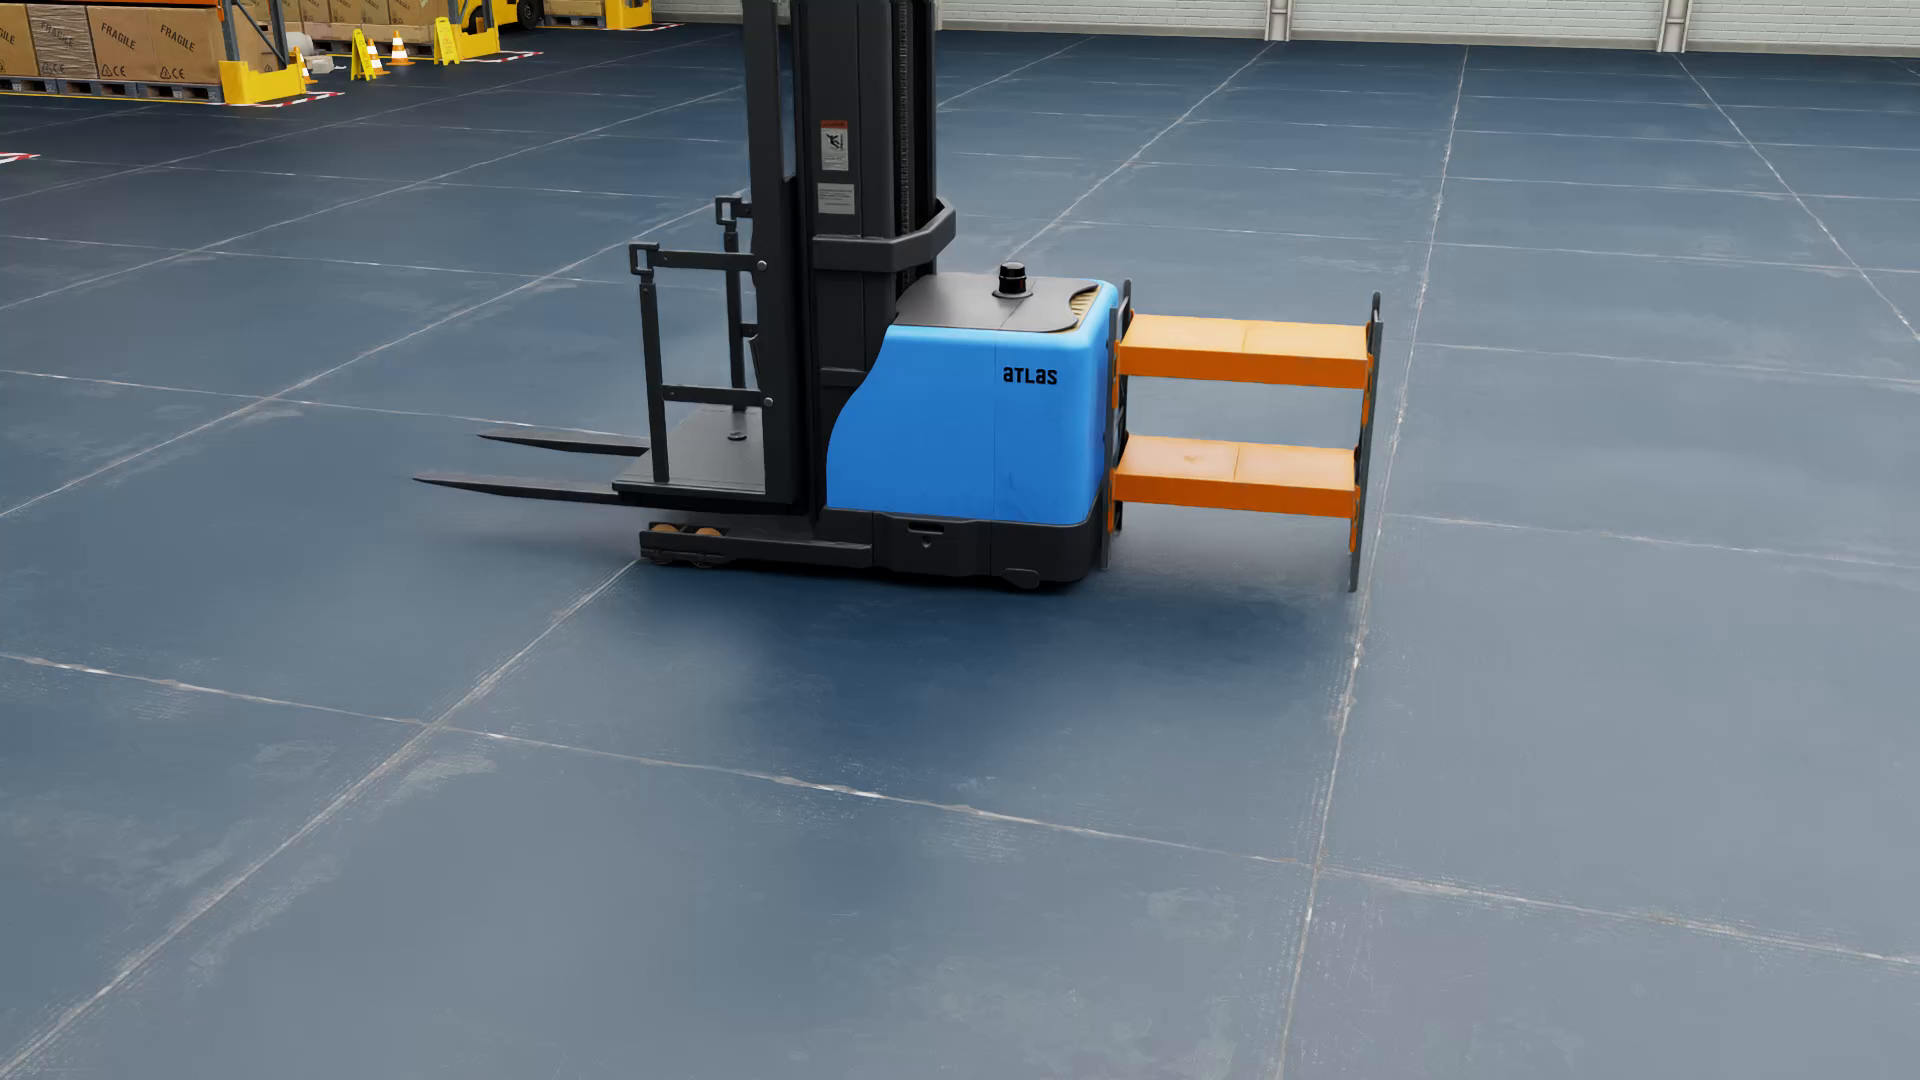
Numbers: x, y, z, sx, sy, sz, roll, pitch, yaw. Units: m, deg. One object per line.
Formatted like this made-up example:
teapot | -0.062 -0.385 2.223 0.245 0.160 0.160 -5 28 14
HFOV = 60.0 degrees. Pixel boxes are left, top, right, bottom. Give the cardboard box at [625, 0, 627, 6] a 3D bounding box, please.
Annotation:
cardboard box | -6.288 -9.544 29.653 0.500 0.250 0.500 7 23 16

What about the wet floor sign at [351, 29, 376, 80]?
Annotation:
wet floor sign | -8.038 -6.510 22.290 0.232 0.644 0.267 3 22 6

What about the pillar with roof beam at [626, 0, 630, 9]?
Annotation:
pillar with roof beam | -7.524 -12.112 24.939 0.400 9.000 9.100 7 23 16

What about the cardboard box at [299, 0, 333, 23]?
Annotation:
cardboard box | -9.636 -8.126 25.208 0.500 0.500 0.500 8 24 18

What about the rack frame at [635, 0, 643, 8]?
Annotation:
rack frame | -5.875 -10.497 28.907 0.127 3.000 1.000 7 23 16

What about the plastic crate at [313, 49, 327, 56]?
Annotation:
plastic crate | -9.868 -7.310 24.986 0.583 0.080 0.402 -1 22 -3

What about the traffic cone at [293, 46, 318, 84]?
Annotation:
traffic cone | -8.736 -6.284 21.979 0.334 0.463 0.336 7 23 16

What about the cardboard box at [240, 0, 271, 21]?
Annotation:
cardboard box | -10.648 -8.237 25.481 0.500 0.500 0.500 8 24 18

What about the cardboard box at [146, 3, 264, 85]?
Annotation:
cardboard box | -9.306 -6.145 20.544 0.875 0.875 0.875 7 23 16

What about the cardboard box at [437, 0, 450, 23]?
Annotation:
cardboard box | -8.020 -8.153 25.275 0.500 0.500 0.500 6 23 14

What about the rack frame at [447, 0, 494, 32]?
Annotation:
rack frame | -7.305 -8.693 24.509 0.127 3.000 1.000 7 23 16

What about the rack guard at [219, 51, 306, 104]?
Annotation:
rack guard | -8.615 -5.724 20.566 0.348 0.500 1.175 7 23 16

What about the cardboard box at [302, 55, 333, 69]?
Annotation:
cardboard box | -9.143 -6.783 23.611 0.380 0.149 0.250 -20 29 -39

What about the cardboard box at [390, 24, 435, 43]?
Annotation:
cardboard box | -8.180 -7.608 24.935 0.500 0.250 0.500 6 23 15

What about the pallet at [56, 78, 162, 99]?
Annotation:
pallet | -10.590 -5.787 21.099 1.213 0.211 1.003 7 23 15

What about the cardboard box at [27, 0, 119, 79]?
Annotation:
cardboard box | -11.022 -6.341 21.023 0.875 0.875 0.875 7 23 16

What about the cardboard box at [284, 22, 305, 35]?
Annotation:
cardboard box | -10.133 -7.836 25.491 0.500 0.250 0.500 8 24 19

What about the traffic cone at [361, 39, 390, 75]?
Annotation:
traffic cone | -8.084 -6.657 22.889 0.334 0.463 0.336 7 23 16

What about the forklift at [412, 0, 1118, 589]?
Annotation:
forklift | -0.877 -1.427 6.887 3.031 2.935 1.130 5 23 11

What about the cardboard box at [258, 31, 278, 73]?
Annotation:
cardboard box | -9.718 -6.810 23.210 0.637 0.503 0.797 -9 24 -21

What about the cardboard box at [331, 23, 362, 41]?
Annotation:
cardboard box | -9.153 -7.721 25.209 0.500 0.250 0.500 6 23 14

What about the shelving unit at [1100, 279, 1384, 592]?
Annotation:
shelving unit | 1.151 -0.442 6.865 1.048 1.125 0.538 5 23 11

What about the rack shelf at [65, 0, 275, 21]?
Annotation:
rack shelf | -10.553 -6.770 20.769 4.000 0.370 1.077 7 23 16

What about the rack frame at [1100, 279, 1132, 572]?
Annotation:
rack frame | 0.654 -0.482 6.964 0.032 1.125 0.500 5 23 11

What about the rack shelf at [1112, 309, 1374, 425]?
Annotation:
rack shelf | 1.151 -0.713 6.754 1.000 0.278 0.538 5 23 11

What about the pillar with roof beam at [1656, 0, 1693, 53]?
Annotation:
pillar with roof beam | 9.708 -10.139 20.129 0.400 9.000 9.100 7 23 16

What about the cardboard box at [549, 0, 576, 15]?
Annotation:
cardboard box | -6.889 -9.413 29.336 0.500 0.250 0.500 7 23 15

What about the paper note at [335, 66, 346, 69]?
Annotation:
paper note | -8.785 -6.699 23.562 0.142 0.019 0.148 -1 22 -3

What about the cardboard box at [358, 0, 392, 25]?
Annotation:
cardboard box | -8.648 -8.011 24.929 0.500 0.500 0.500 7 23 17

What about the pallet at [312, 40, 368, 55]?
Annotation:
pallet | -9.309 -7.647 25.635 1.213 0.211 1.003 7 23 16

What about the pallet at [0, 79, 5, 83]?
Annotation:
pallet | -13.228 -6.089 21.835 1.213 0.211 1.003 7 23 16

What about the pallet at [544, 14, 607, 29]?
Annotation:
pallet | -6.619 -9.275 29.603 1.213 0.211 1.003 7 23 16
